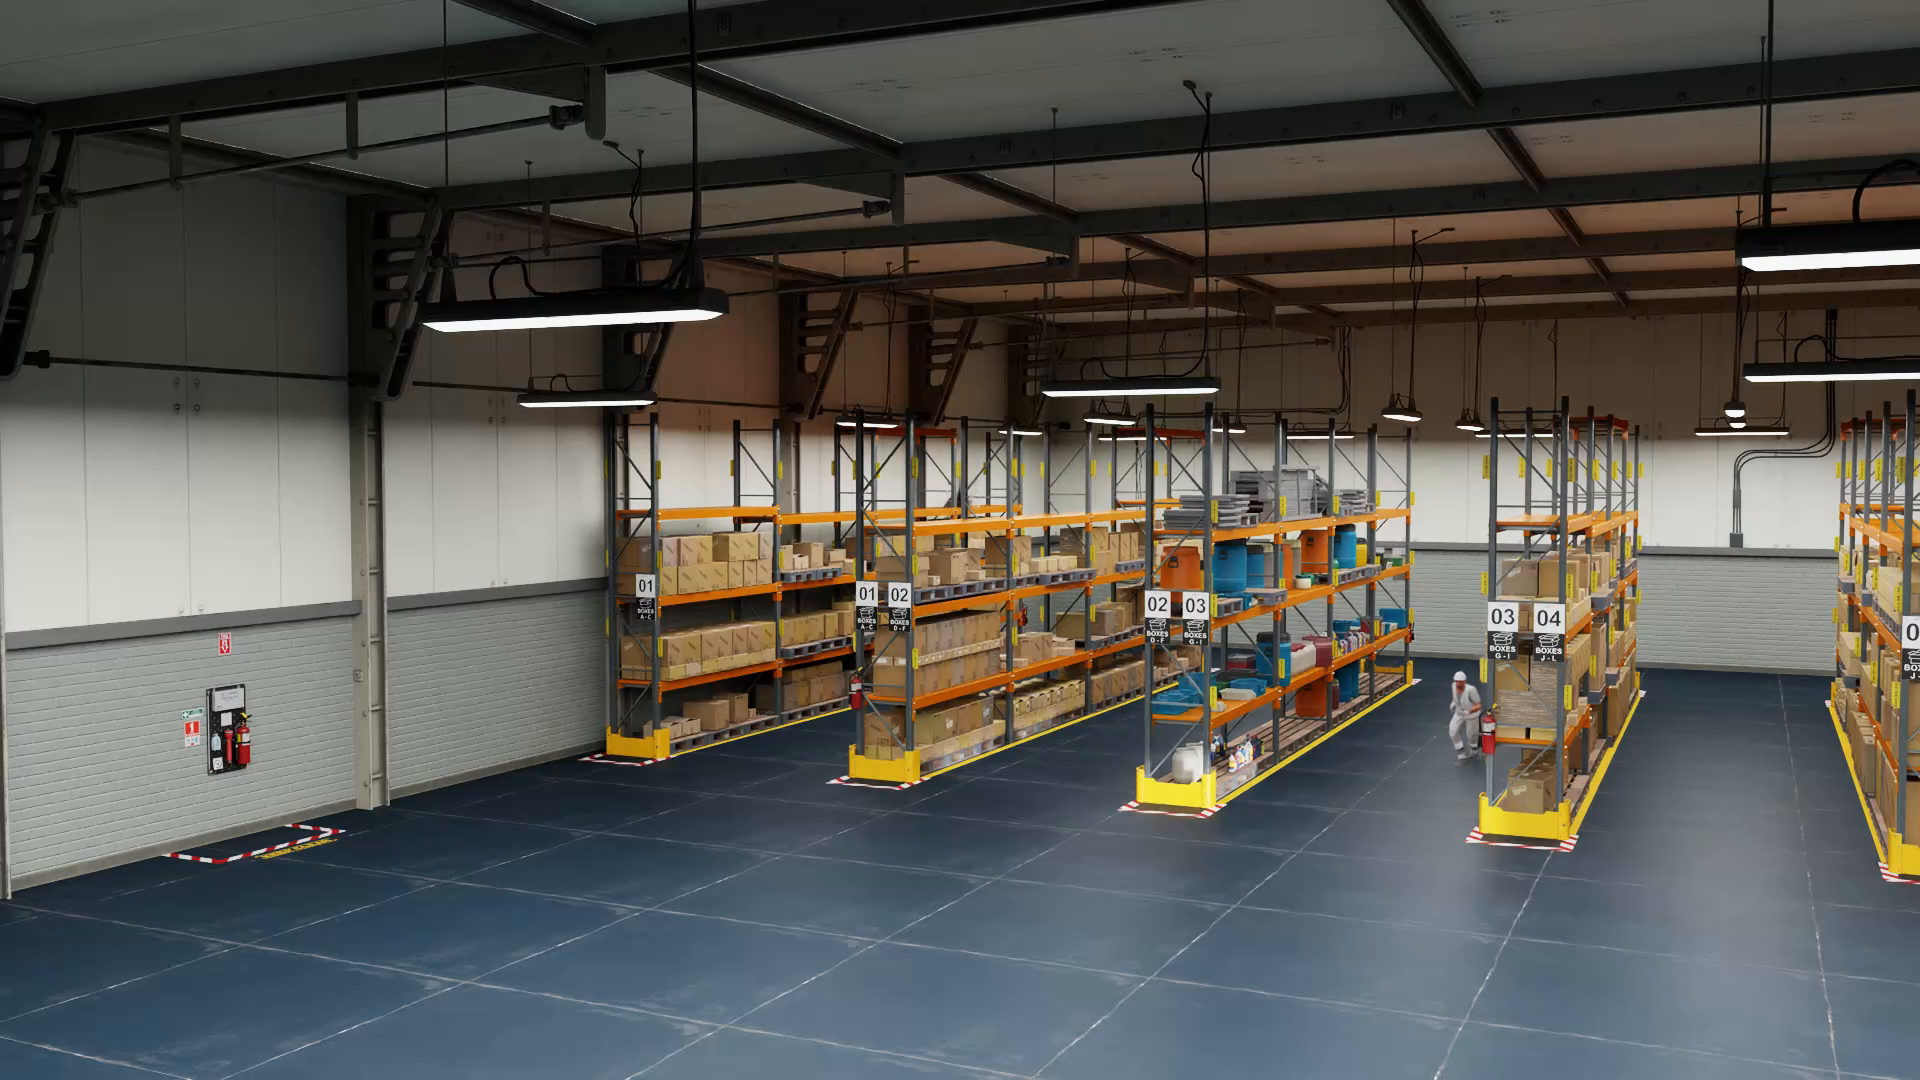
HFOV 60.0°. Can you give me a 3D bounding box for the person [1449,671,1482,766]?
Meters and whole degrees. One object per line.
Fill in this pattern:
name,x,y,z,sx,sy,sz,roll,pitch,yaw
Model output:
person,8.587,2.988,28.153,0.686,1.607,1.098,2,3,40
